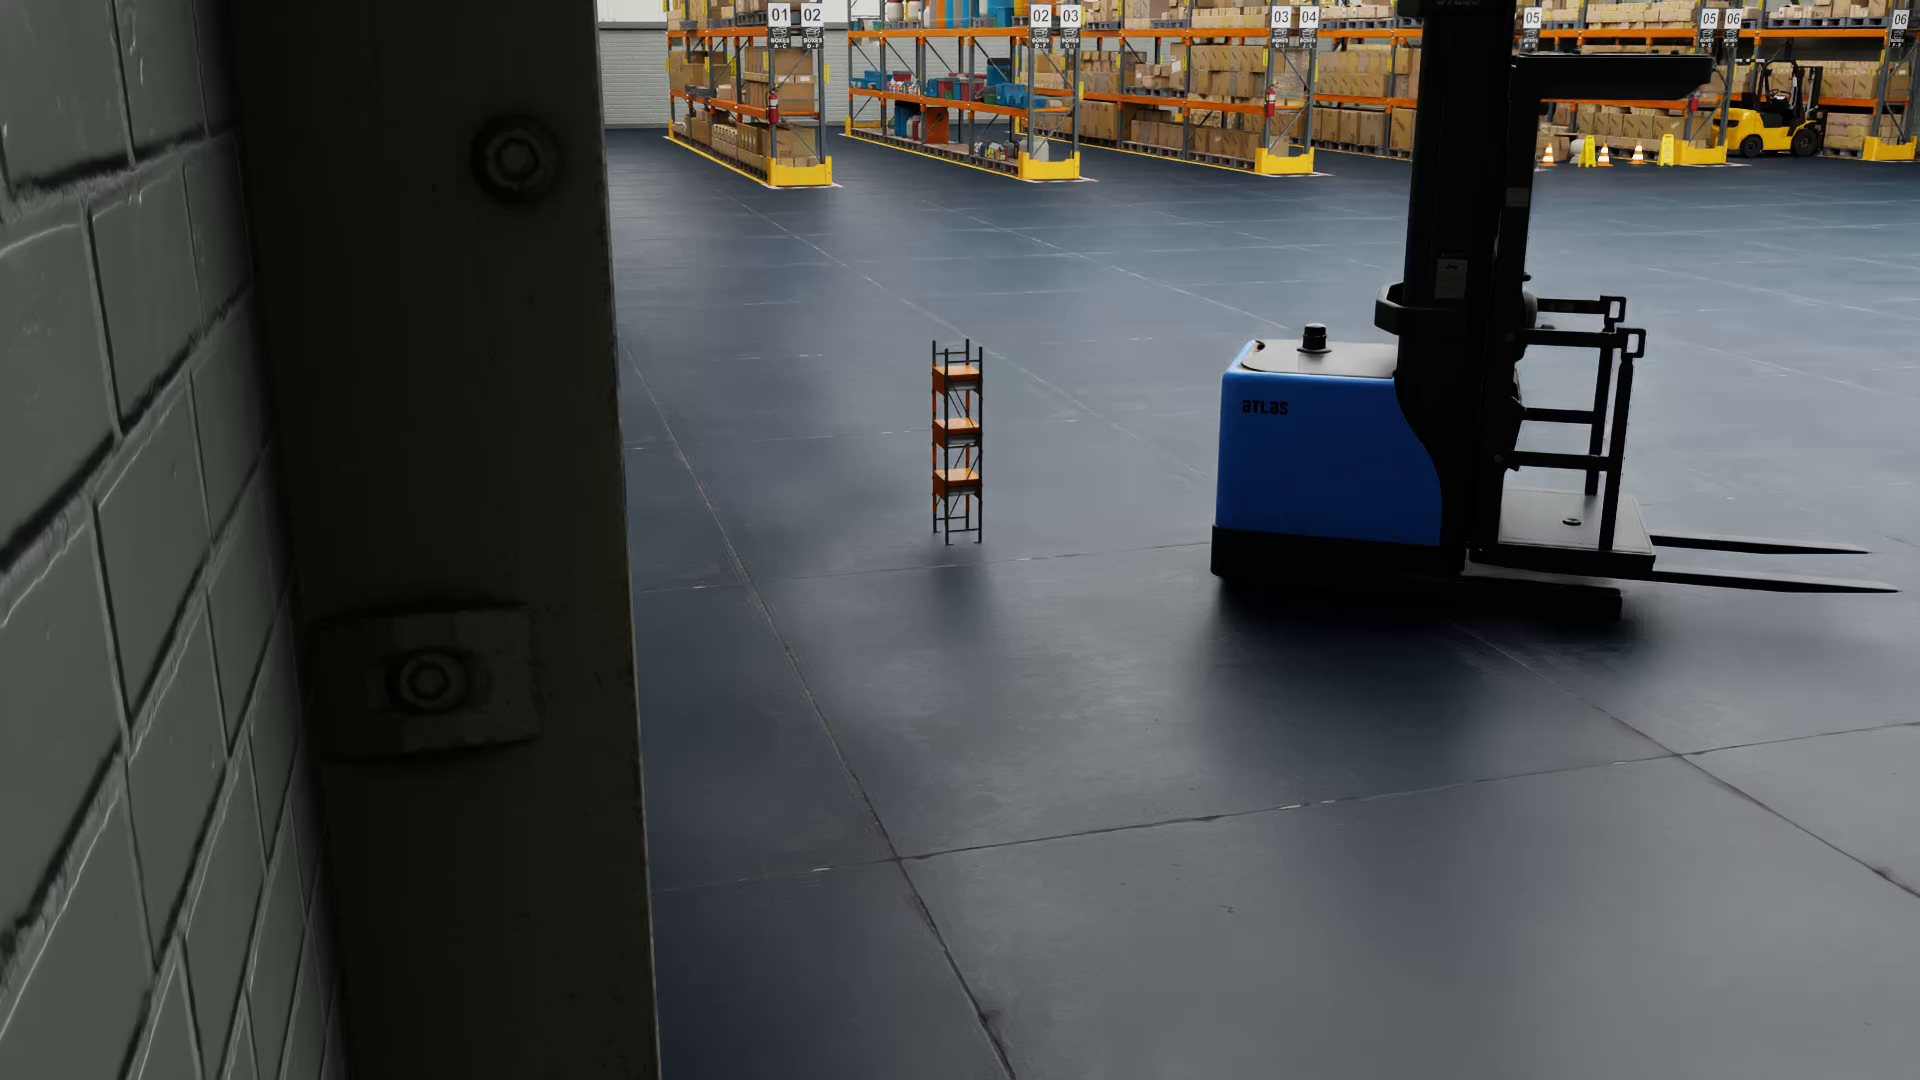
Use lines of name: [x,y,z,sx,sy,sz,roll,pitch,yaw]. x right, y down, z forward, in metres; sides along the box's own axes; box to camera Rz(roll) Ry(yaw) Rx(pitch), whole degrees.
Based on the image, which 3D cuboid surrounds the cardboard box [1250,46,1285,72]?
cardboard box: [6.157,-9.622,33.275,0.500,0.500,0.500,-5,17,-15]

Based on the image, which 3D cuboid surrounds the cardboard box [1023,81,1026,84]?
cardboard box: [2.001,-12.931,47.154,0.380,0.149,0.250,-5,17,-16]

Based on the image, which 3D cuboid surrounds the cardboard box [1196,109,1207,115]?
cardboard box: [7.048,-12.351,47.978,0.380,0.149,0.250,-6,18,-18]

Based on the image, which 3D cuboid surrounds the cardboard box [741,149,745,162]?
cardboard box: [-4.111,-7.738,33.480,0.500,0.250,0.500,-5,17,-15]

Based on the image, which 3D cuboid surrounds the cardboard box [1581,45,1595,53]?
cardboard box: [14.888,-11.241,38.663,0.700,0.500,0.500,-5,17,-16]

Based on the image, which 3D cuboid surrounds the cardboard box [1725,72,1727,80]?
cardboard box: [19.218,-11.529,41.442,0.500,0.250,0.500,-5,17,-17]

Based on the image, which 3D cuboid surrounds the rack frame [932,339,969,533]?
rack frame: [-0.048,-0.551,8.895,0.200,1.050,0.008,-5,17,-15]

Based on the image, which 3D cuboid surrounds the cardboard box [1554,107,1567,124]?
cardboard box: [17.465,-12.169,47.797,0.500,0.500,0.500,-4,17,-13]

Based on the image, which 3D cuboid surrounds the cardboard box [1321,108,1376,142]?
cardboard box: [9.469,-10.104,40.488,1.050,0.750,0.750,-4,17,-14]

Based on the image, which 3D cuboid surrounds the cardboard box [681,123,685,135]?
cardboard box: [-6.913,-10.623,42.945,0.500,0.311,0.500,-5,17,-15]

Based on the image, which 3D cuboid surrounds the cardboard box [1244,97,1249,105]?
cardboard box: [6.029,-8.967,33.960,0.380,0.149,0.250,-5,17,-15]

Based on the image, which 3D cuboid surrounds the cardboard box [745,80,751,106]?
cardboard box: [-3.951,-9.070,33.692,0.700,0.500,0.500,-5,17,-17]

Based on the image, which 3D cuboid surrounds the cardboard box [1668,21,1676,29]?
cardboard box: [15.567,-11.139,35.976,0.380,0.149,0.250,-4,17,-14]

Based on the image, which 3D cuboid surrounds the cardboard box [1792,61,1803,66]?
cardboard box: [19.856,-11.209,39.168,0.380,0.149,0.250,-5,17,-16]

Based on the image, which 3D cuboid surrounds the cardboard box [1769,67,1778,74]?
cardboard box: [19.654,-11.282,39.927,0.380,0.149,0.250,-4,17,-14]

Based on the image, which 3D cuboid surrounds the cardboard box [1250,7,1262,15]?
cardboard box: [6.030,-10.577,33.234,0.380,0.149,0.250,-5,18,-18]

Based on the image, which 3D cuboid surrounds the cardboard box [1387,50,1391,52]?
cardboard box: [12.381,-13.559,46.896,0.500,0.500,0.500,-5,17,-16]

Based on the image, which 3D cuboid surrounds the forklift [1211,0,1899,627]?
forklift: [2.800,-1.180,7.718,3.031,2.935,1.130,5,17,16]

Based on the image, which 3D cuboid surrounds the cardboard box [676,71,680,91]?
cardboard box: [-7.091,-11.949,43.274,0.500,0.500,0.500,-4,17,-15]

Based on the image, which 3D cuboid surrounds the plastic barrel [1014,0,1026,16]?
plastic barrel: [1.348,-10.462,32.228,0.600,0.588,0.600,0,17,0]

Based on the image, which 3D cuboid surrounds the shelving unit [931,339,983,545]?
shelving unit: [-0.015,-0.518,8.782,0.215,1.050,0.252,-5,17,-15]

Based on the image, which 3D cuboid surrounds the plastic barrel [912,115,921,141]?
plastic barrel: [-0.876,-10.134,40.870,0.600,0.588,0.708,-5,17,-15]

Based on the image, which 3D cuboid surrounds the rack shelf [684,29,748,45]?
rack shelf: [-5.728,-11.896,39.311,1.077,0.370,4.000,-5,17,-15]

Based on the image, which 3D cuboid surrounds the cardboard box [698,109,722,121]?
cardboard box: [-5.966,-10.162,39.777,0.500,0.250,0.500,-5,17,-16]

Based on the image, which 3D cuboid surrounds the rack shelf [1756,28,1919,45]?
rack shelf: [20.296,-11.643,38.466,1.077,0.370,4.000,-5,17,-15]

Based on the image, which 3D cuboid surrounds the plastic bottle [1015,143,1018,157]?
plastic bottle: [1.189,-8.132,34.700,0.061,0.283,0.133,-5,17,-15]

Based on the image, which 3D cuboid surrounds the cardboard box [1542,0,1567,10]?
cardboard box: [14.392,-12.946,40.218,0.500,0.250,0.500,-4,17,-14]

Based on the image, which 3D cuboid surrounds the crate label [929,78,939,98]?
crate label: [-0.402,-10.363,38.106,0.502,0.435,0.616,-5,17,-15]

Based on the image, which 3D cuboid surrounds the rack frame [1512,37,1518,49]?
rack frame: [13.876,-11.817,43.009,1.000,3.000,0.127,-5,17,-15]

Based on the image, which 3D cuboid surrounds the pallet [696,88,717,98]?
pallet: [-5.432,-10.341,38.430,1.213,0.211,1.003,-5,17,-15]

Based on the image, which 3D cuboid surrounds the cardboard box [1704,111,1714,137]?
cardboard box: [19.387,-10.526,42.111,0.875,0.625,0.625,-5,17,-16]

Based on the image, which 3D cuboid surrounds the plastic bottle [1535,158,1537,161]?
plastic bottle: [12.629,-8.432,36.848,0.133,0.061,0.283,-12,20,-34]

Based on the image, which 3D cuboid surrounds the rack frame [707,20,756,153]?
rack frame: [-5.178,-10.251,37.797,1.000,3.000,0.127,-5,17,-15]

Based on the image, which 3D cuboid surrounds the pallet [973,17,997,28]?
pallet: [0.977,-10.690,34.371,1.213,0.211,1.003,-5,17,-15]

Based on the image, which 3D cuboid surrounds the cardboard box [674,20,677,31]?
cardboard box: [-7.073,-13.251,42.831,0.500,0.250,0.500,-5,17,-15]

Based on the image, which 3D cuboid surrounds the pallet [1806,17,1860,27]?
pallet: [20.338,-11.927,38.317,1.003,0.211,1.213,-5,17,-15]

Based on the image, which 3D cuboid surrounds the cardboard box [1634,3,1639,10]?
cardboard box: [15.255,-11.872,37.030,0.380,0.149,0.250,-4,17,-14]

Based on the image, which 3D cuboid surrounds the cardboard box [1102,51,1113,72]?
cardboard box: [3.986,-11.946,41.521,0.797,0.503,0.637,-4,17,-14]

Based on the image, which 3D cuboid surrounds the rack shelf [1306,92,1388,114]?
rack shelf: [9.694,-10.500,39.875,1.077,0.370,4.000,-5,17,-15]

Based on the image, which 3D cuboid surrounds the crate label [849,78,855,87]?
crate label: [-2.862,-12.709,46.166,0.416,0.233,0.303,-5,17,-15]

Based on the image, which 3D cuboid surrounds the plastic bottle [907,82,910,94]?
plastic bottle: [-1.250,-10.980,40.427,0.061,0.283,0.133,-5,17,-15]

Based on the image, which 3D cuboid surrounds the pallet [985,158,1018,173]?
pallet: [1.168,-7.673,34.060,1.003,0.211,1.213,-5,17,-15]

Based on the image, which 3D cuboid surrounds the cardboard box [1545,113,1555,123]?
cardboard box: [17.594,-12.432,49.000,0.500,0.311,0.500,-4,17,-13]

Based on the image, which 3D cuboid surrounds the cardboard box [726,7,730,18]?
cardboard box: [-4.838,-11.552,36.446,0.500,0.250,0.500,-4,17,-14]

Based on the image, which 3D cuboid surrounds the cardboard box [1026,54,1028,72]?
cardboard box: [2.159,-13.384,46.665,0.500,0.500,0.500,-5,17,-17]

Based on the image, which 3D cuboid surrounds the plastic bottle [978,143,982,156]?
plastic bottle: [0.466,-8.232,35.043,0.152,0.276,0.135,-4,17,-13]

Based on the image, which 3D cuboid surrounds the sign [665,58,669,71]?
sign: [-7.899,-12.836,44.896,0.100,0.325,0.005,-5,17,-15]

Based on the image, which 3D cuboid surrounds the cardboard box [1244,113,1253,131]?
cardboard box: [7.993,-11.283,44.846,0.500,0.500,0.500,-4,17,-13]

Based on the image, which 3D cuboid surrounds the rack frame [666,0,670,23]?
rack frame: [-7.377,-15.337,44.301,1.000,3.000,0.127,-5,17,-15]

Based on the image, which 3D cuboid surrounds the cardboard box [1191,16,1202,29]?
cardboard box: [5.324,-11.147,35.826,0.500,0.250,0.500,-5,18,-17]

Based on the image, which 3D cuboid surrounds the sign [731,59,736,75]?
sign: [-4.598,-9.616,33.807,0.100,0.325,0.005,-5,17,-15]

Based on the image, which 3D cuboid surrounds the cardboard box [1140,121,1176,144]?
cardboard box: [4.716,-9.711,39.578,0.700,0.500,0.500,-6,18,-20]

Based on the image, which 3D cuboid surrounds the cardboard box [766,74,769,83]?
cardboard box: [-3.412,-8.631,31.100,0.380,0.149,0.250,-5,17,-16]

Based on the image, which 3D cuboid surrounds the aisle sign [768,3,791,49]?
aisle sign: [-3.244,-9.242,29.919,0.394,0.787,0.004,-5,17,-15]

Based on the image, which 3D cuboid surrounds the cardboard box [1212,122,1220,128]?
cardboard box: [7.325,-11.708,46.871,0.380,0.149,0.250,-5,17,-15]

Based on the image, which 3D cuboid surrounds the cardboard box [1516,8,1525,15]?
cardboard box: [11.557,-10.870,34.177,0.380,0.149,0.250,-5,17,-15]

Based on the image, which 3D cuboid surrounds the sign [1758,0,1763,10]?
sign: [19.228,-12.893,39.933,0.100,0.325,0.005,-5,17,-15]

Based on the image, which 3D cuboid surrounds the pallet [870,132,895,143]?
pallet: [-1.753,-10.613,43.849,1.003,0.211,1.213,-5,17,-15]
